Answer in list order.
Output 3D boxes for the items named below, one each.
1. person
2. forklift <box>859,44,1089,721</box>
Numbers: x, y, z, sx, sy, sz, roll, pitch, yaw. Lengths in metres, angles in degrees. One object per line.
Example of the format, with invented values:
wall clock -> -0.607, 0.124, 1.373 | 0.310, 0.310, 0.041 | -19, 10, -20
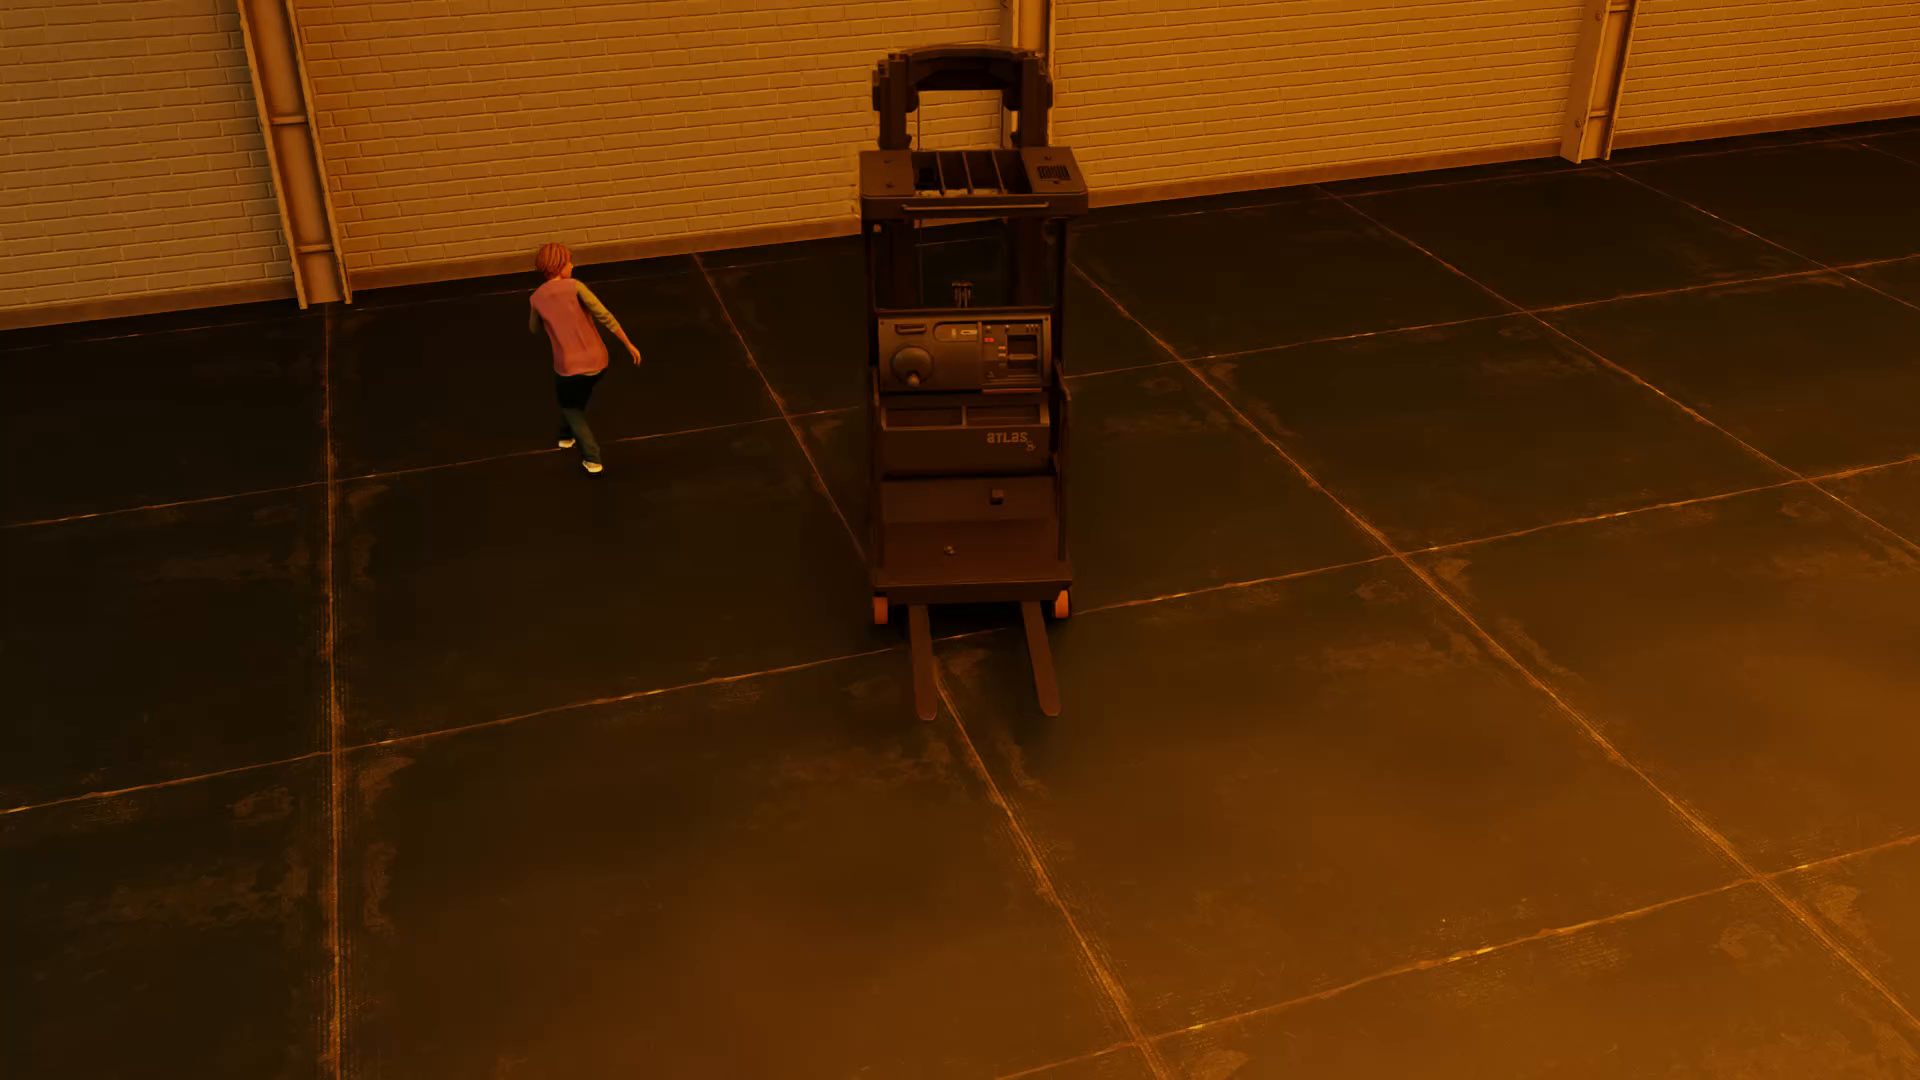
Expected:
person -> -2.401, -1.198, 10.664 | 0.656, 1.466, 0.744 | -8, 31, -13
forklift -> 0.043, -0.967, 8.767 | 1.130, 2.935, 3.031 | -2, 30, -3
